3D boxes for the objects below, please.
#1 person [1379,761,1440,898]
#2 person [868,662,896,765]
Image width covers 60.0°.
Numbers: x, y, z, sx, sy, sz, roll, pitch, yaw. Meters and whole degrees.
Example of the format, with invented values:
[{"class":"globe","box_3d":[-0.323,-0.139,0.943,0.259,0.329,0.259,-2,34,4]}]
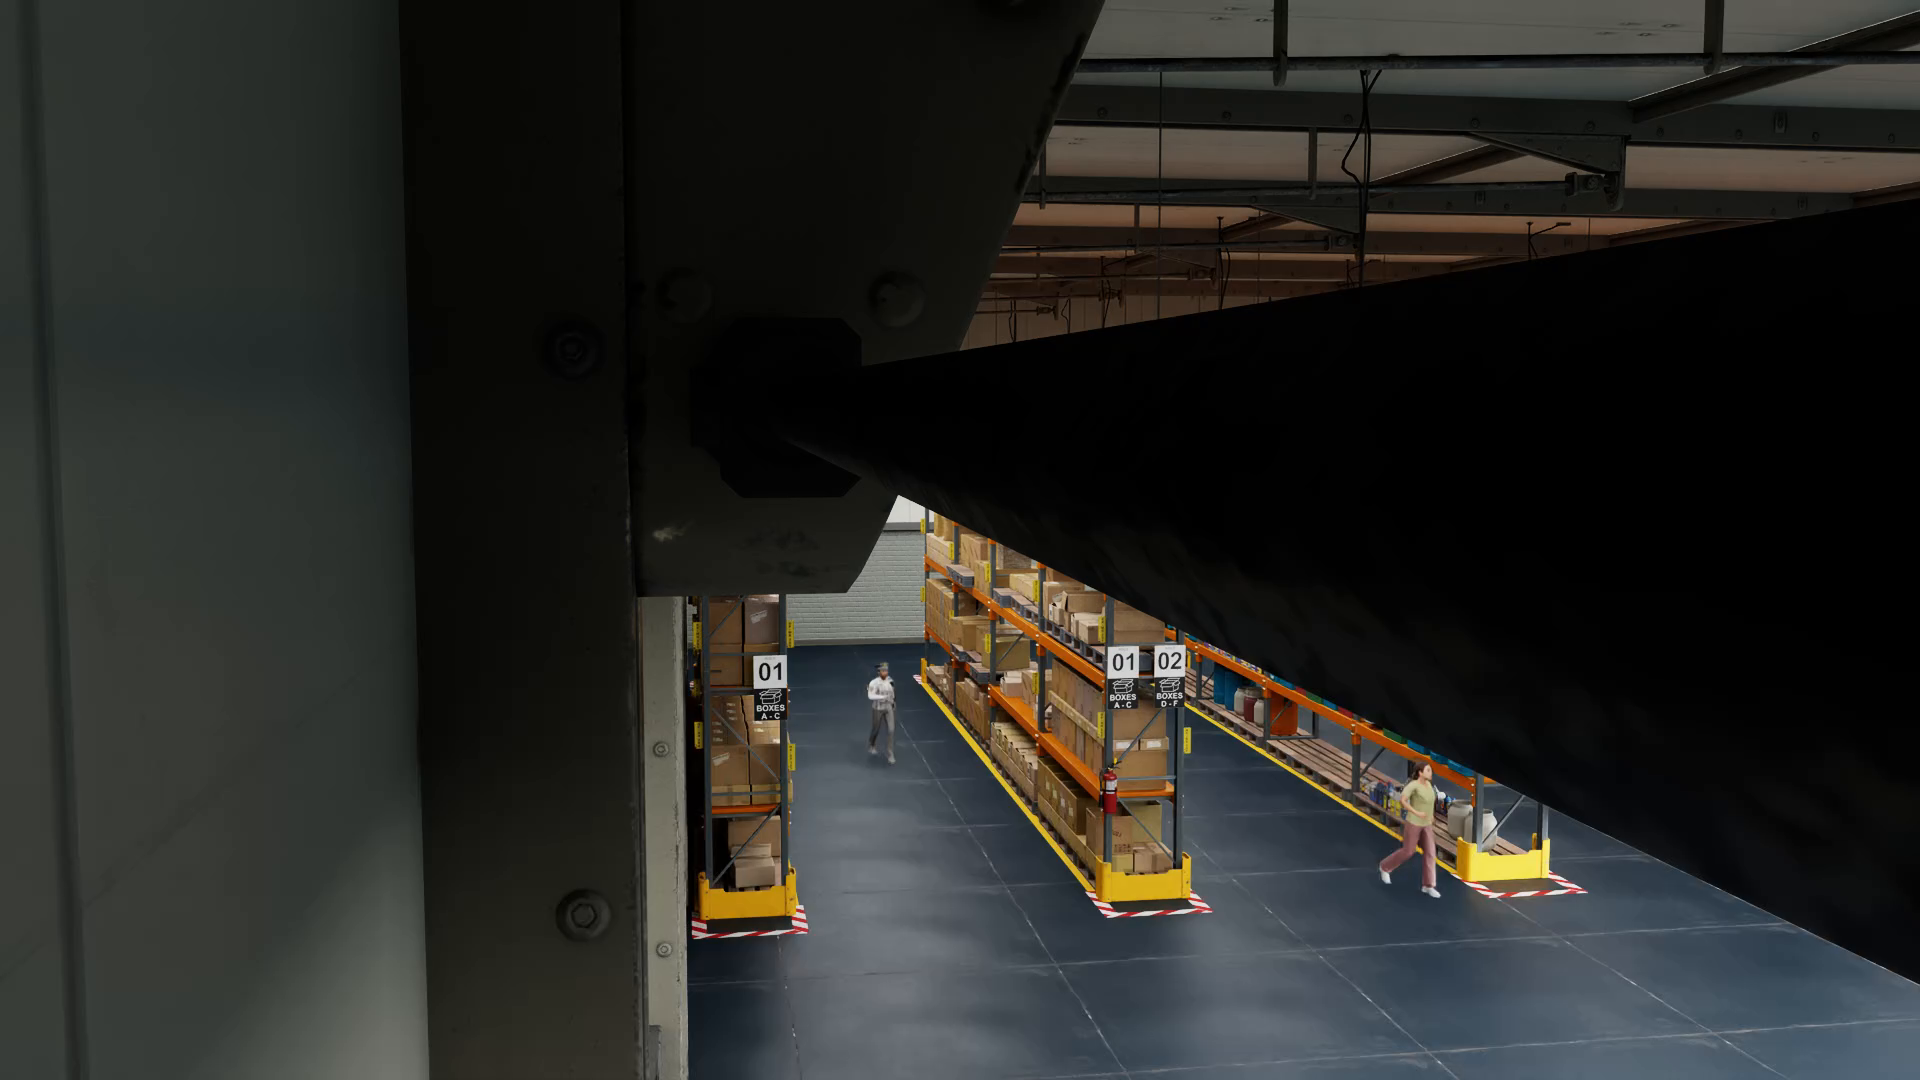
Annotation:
[{"class":"person","box_3d":[5.867,3.631,21.188,0.640,1.639,0.951,-3,6,-33]},{"class":"person","box_3d":[-1.350,2.945,28.698,0.589,1.720,0.882,-2,6,-25]}]
